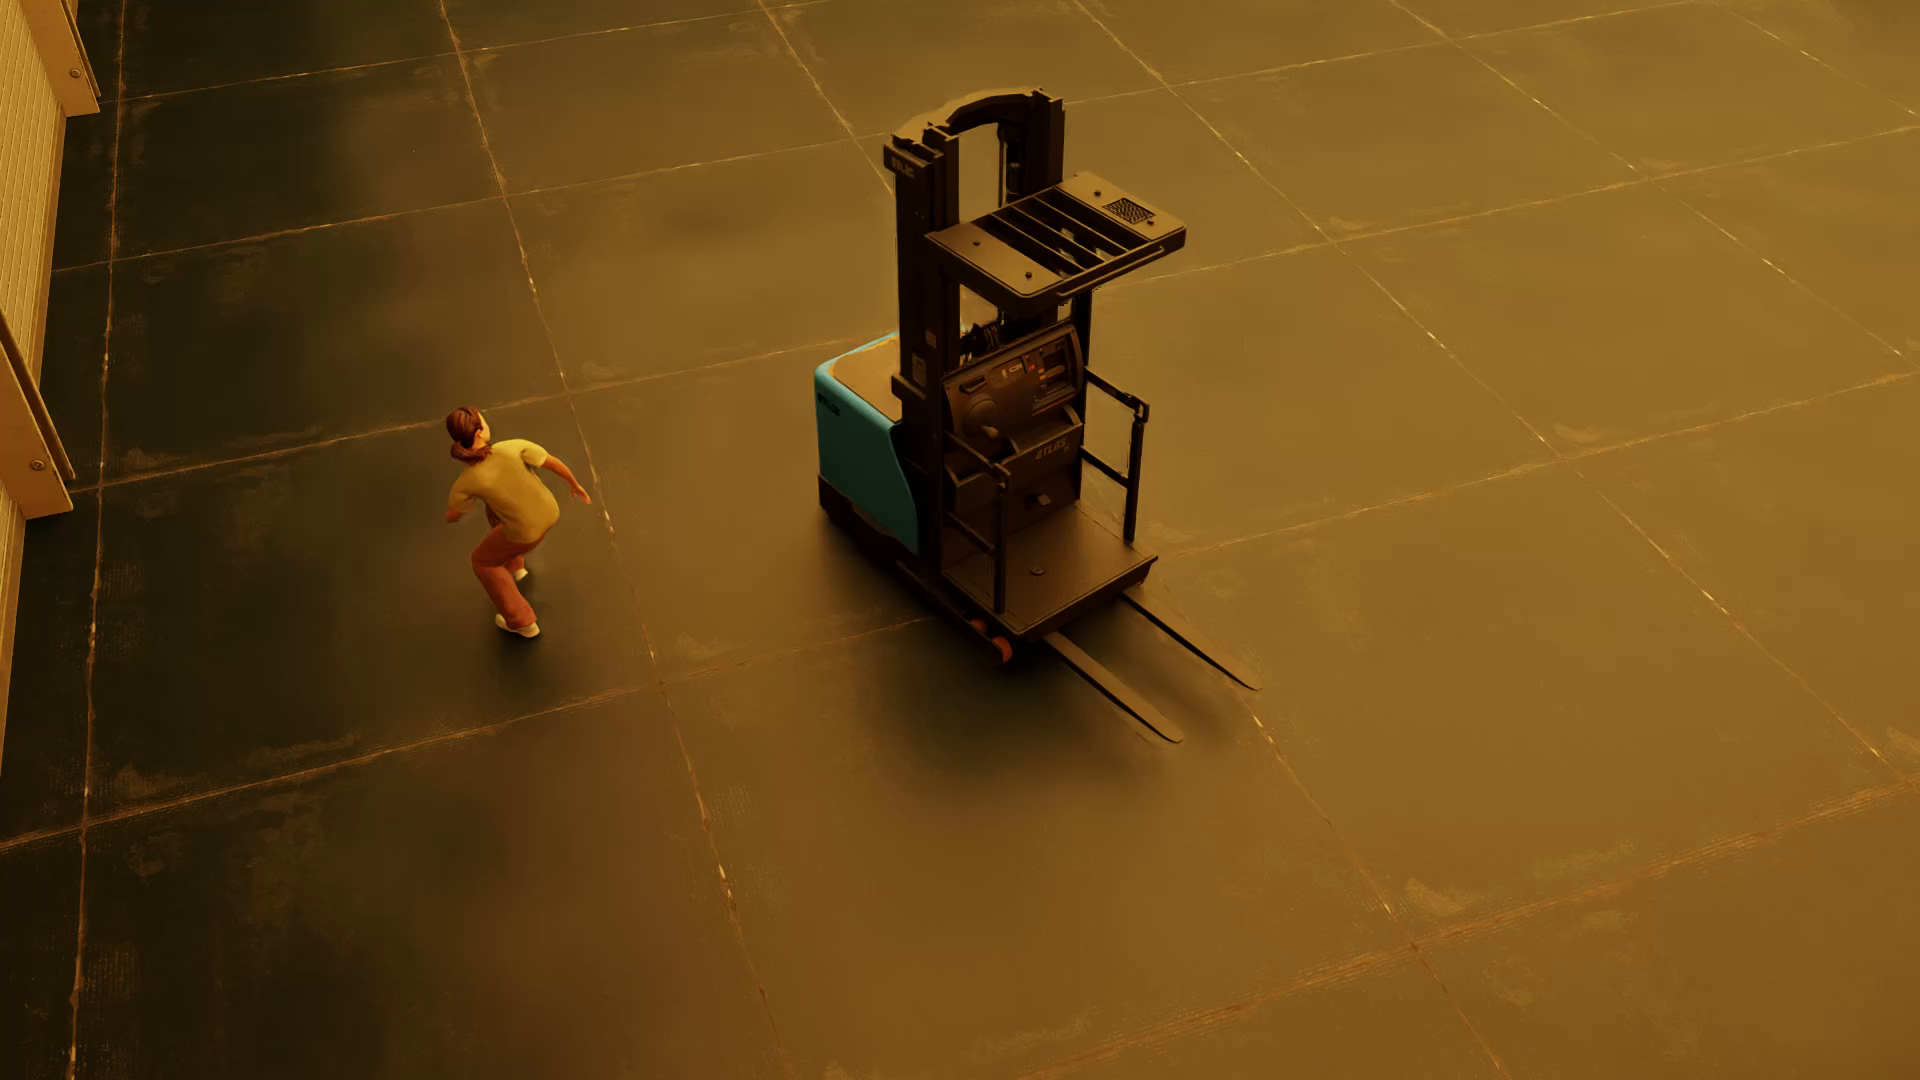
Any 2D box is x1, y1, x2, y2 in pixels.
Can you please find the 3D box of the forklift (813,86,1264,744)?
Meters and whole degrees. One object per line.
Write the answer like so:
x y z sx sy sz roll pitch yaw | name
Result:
0.433 -0.783 8.928 1.130 2.935 3.031 -28 47 -29 | forklift

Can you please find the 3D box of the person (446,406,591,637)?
-2.551 -0.180 9.378 0.674 1.463 0.691 27 47 28 | person
